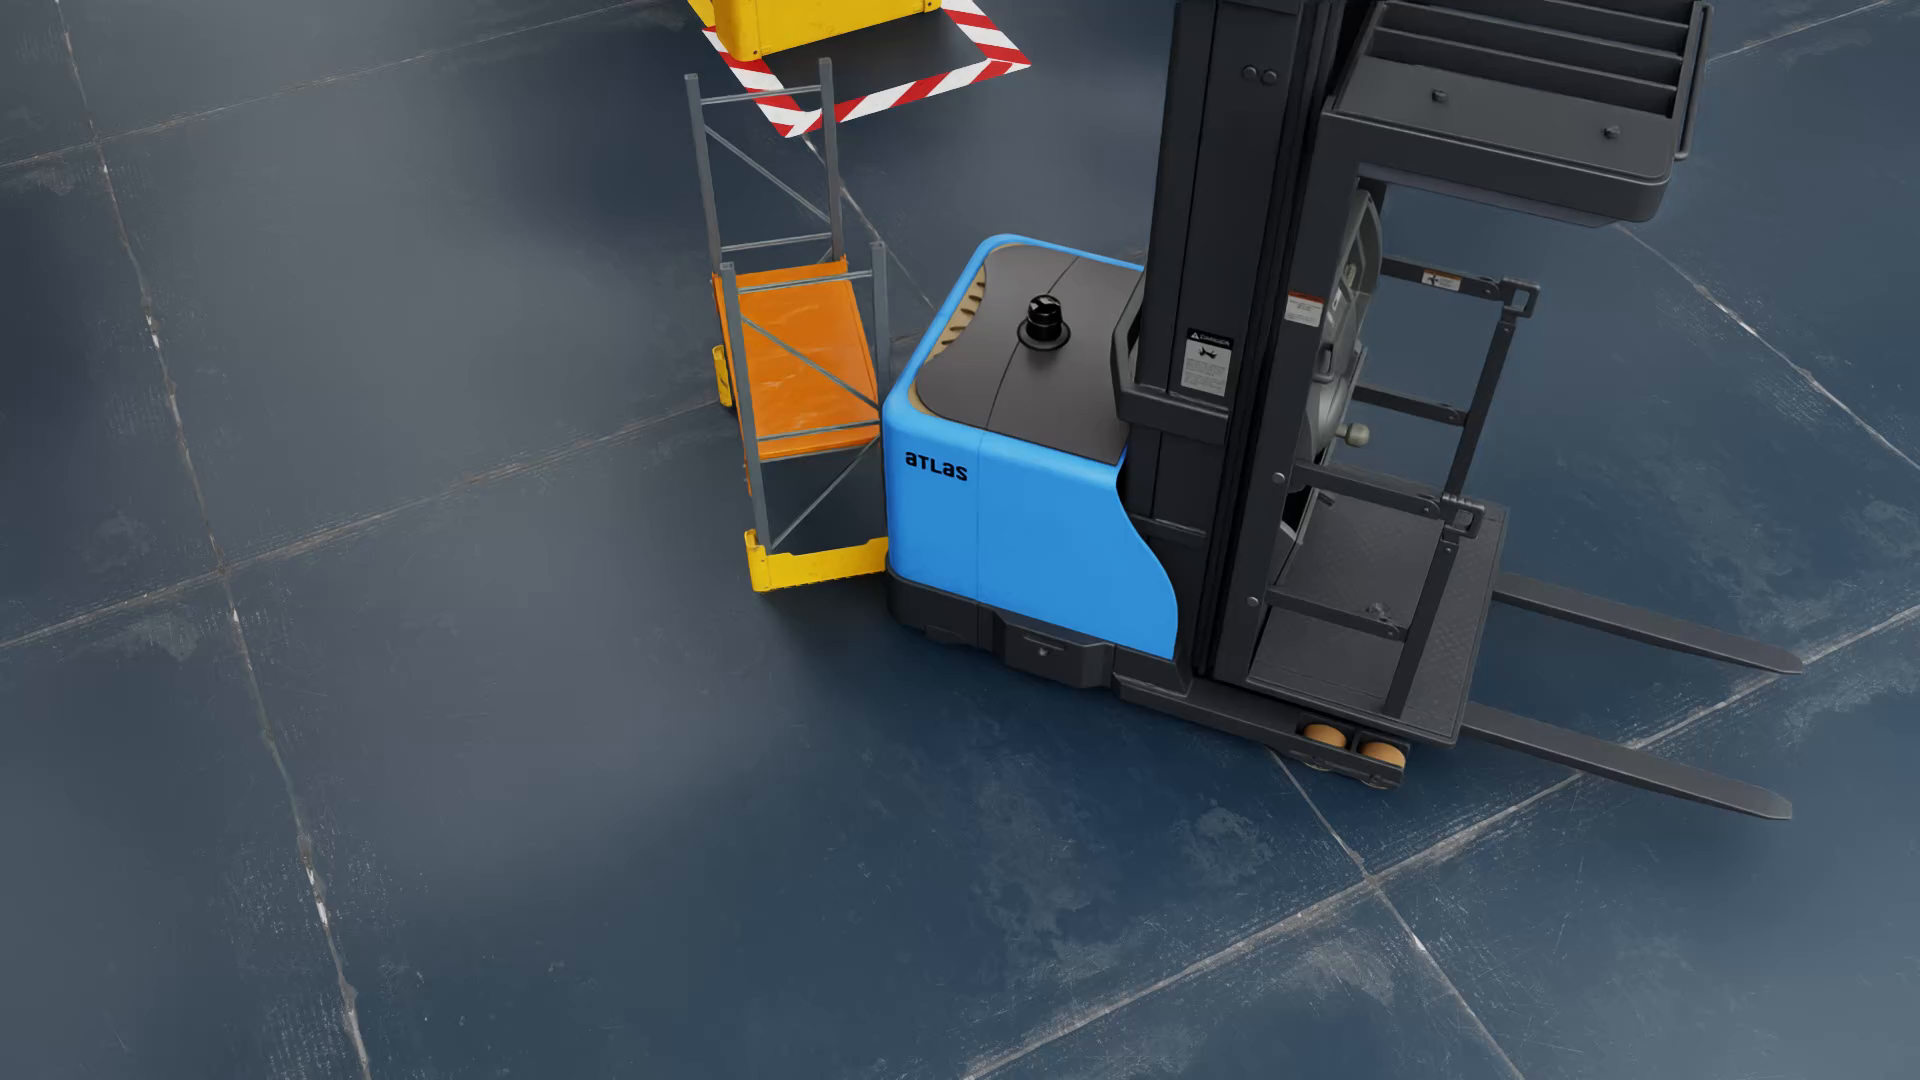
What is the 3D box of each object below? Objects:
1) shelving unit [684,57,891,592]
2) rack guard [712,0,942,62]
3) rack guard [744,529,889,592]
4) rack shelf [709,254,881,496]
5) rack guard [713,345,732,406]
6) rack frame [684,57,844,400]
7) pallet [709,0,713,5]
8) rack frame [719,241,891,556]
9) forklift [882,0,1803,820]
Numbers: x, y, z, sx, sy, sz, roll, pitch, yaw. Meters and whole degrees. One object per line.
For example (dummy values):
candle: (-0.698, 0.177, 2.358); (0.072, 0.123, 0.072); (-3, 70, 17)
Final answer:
shelving unit: (-0.582, -0.745, 5.905); (0.587, 1.500, 1.083); (-9, 49, -8)
rack guard: (-0.672, -2.865, 8.424); (1.175, 0.500, 0.348); (-21, 52, -18)
rack guard: (-0.478, 0.033, 6.055); (0.587, 0.250, 0.087); (-9, 49, -8)
rack shelf: (-0.580, -0.619, 6.034); (0.538, 0.185, 1.000); (-9, 49, -8)
rack guard: (-0.687, -0.700, 6.696); (0.587, 0.250, 0.087); (-9, 49, -8)
rack frame: (-0.687, -1.112, 6.226); (0.500, 1.500, 0.032); (-9, 49, -8)
pallet: (-1.039, -3.316, 9.010); (1.003, 0.211, 1.213); (-21, 52, -18)
rack frame: (-0.474, -0.364, 5.572); (0.500, 1.500, 0.032); (-9, 49, -8)
forklift: (1.309, -0.596, 4.824); (3.031, 2.935, 1.130); (16, 51, 14)
